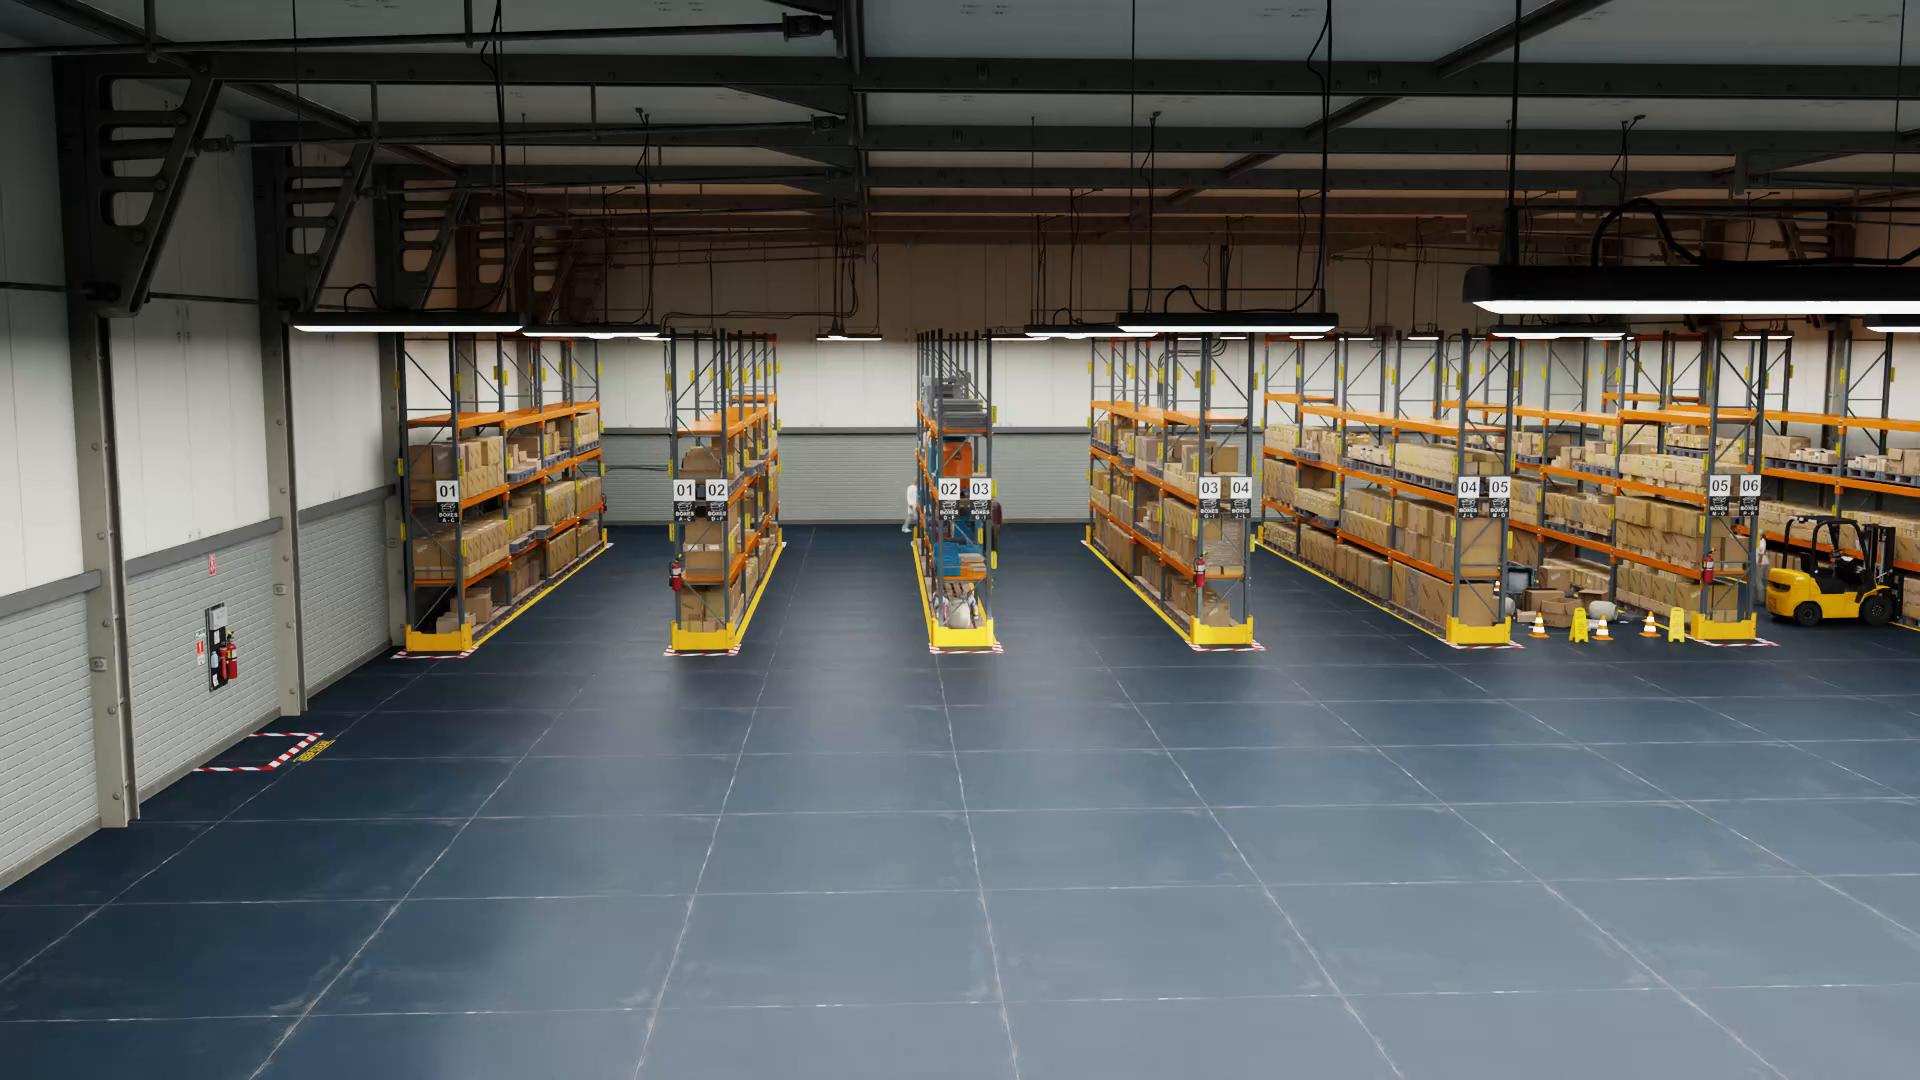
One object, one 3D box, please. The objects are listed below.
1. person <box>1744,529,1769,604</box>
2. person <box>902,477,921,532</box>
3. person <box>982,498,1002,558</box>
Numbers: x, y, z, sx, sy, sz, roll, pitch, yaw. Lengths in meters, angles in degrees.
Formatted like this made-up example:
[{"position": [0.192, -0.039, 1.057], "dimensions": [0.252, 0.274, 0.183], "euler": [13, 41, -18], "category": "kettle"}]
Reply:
[{"position": [17.644, 0.567, 36.843], "dimensions": [0.490, 1.655, 0.542], "euler": [-7, 9, -44], "category": "person"}, {"position": [-1.283, -1.009, 50.071], "dimensions": [0.704, 1.677, 1.126], "euler": [-6, 9, -41], "category": "person"}, {"position": [0.833, -0.411, 44.575], "dimensions": [0.632, 1.729, 1.033], "euler": [-1, 7, -6], "category": "person"}]
